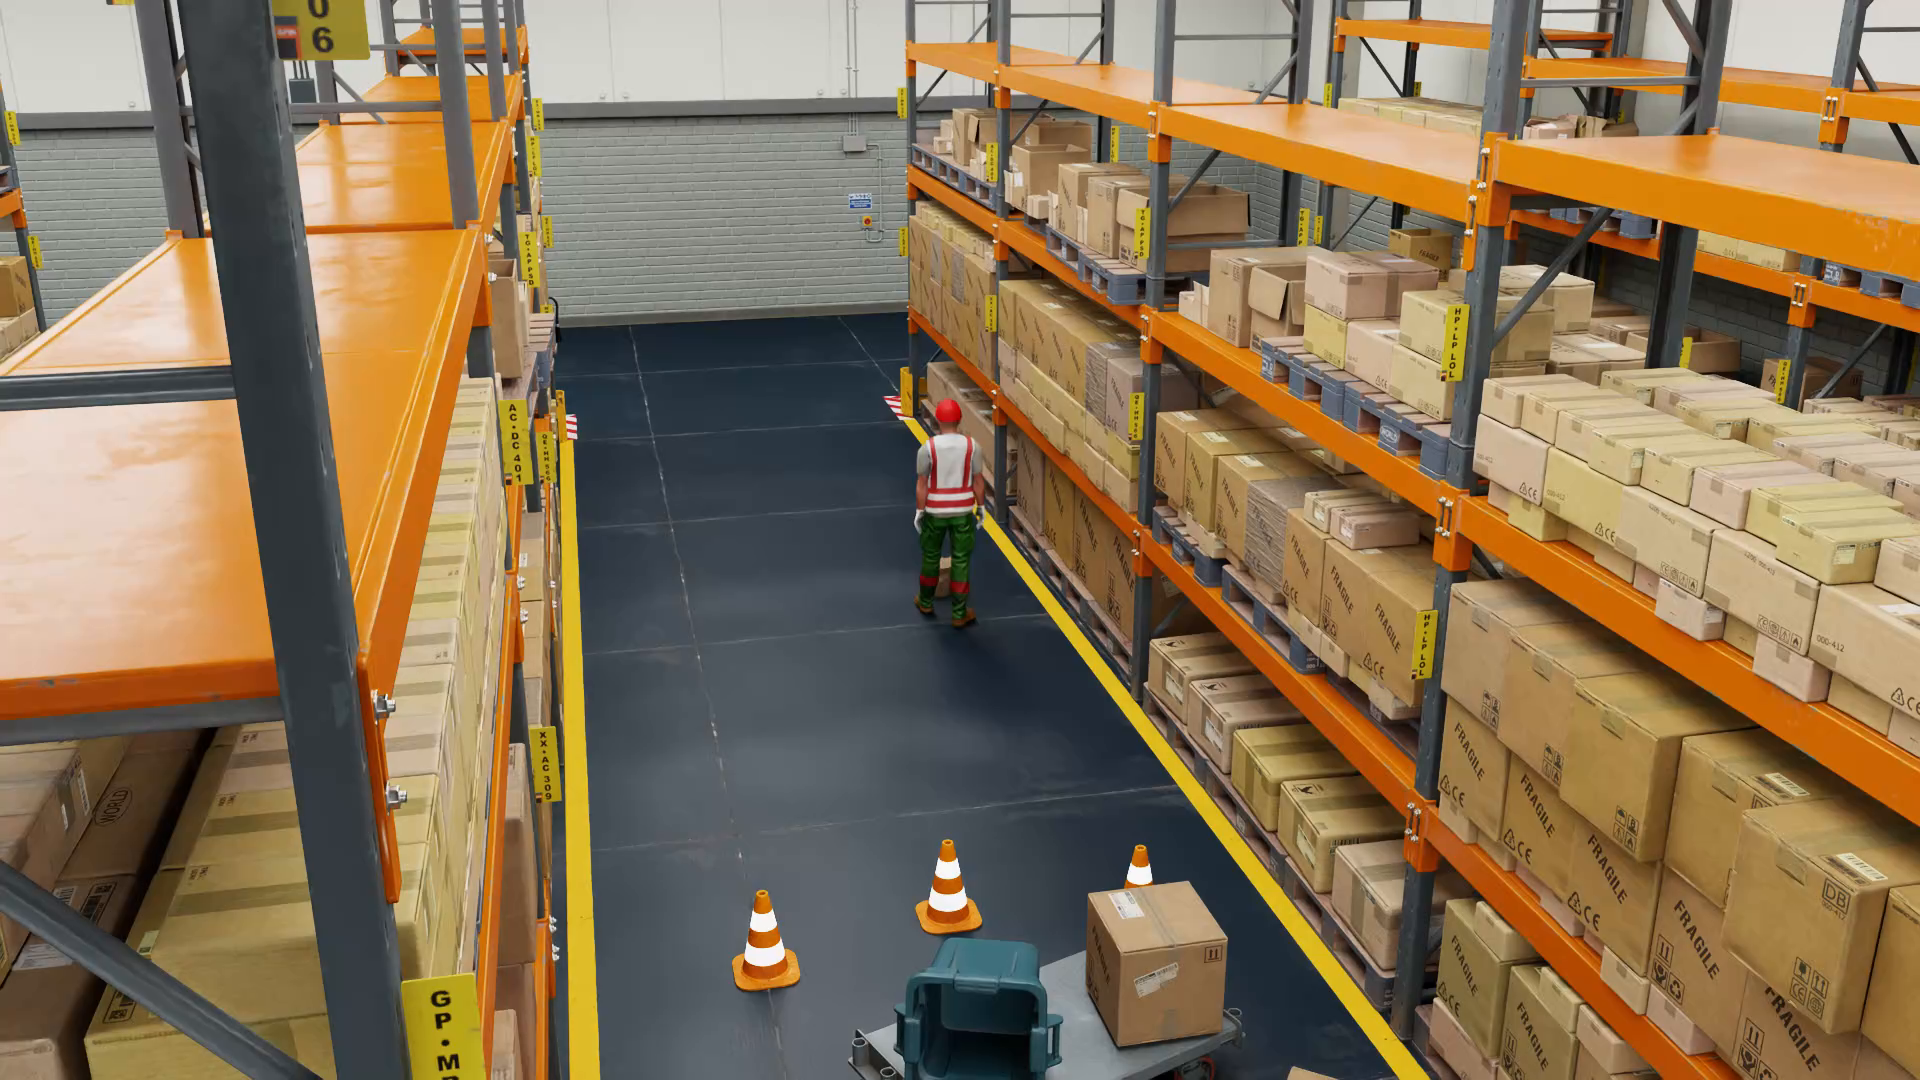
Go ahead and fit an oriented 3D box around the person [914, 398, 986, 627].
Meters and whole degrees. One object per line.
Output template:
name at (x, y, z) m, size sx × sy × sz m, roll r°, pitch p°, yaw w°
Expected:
person at (-0.081, -0.249, 13.040) m, size 0.562 × 1.782 × 0.630 m, roll -1°, pitch 19°, yaw -3°
